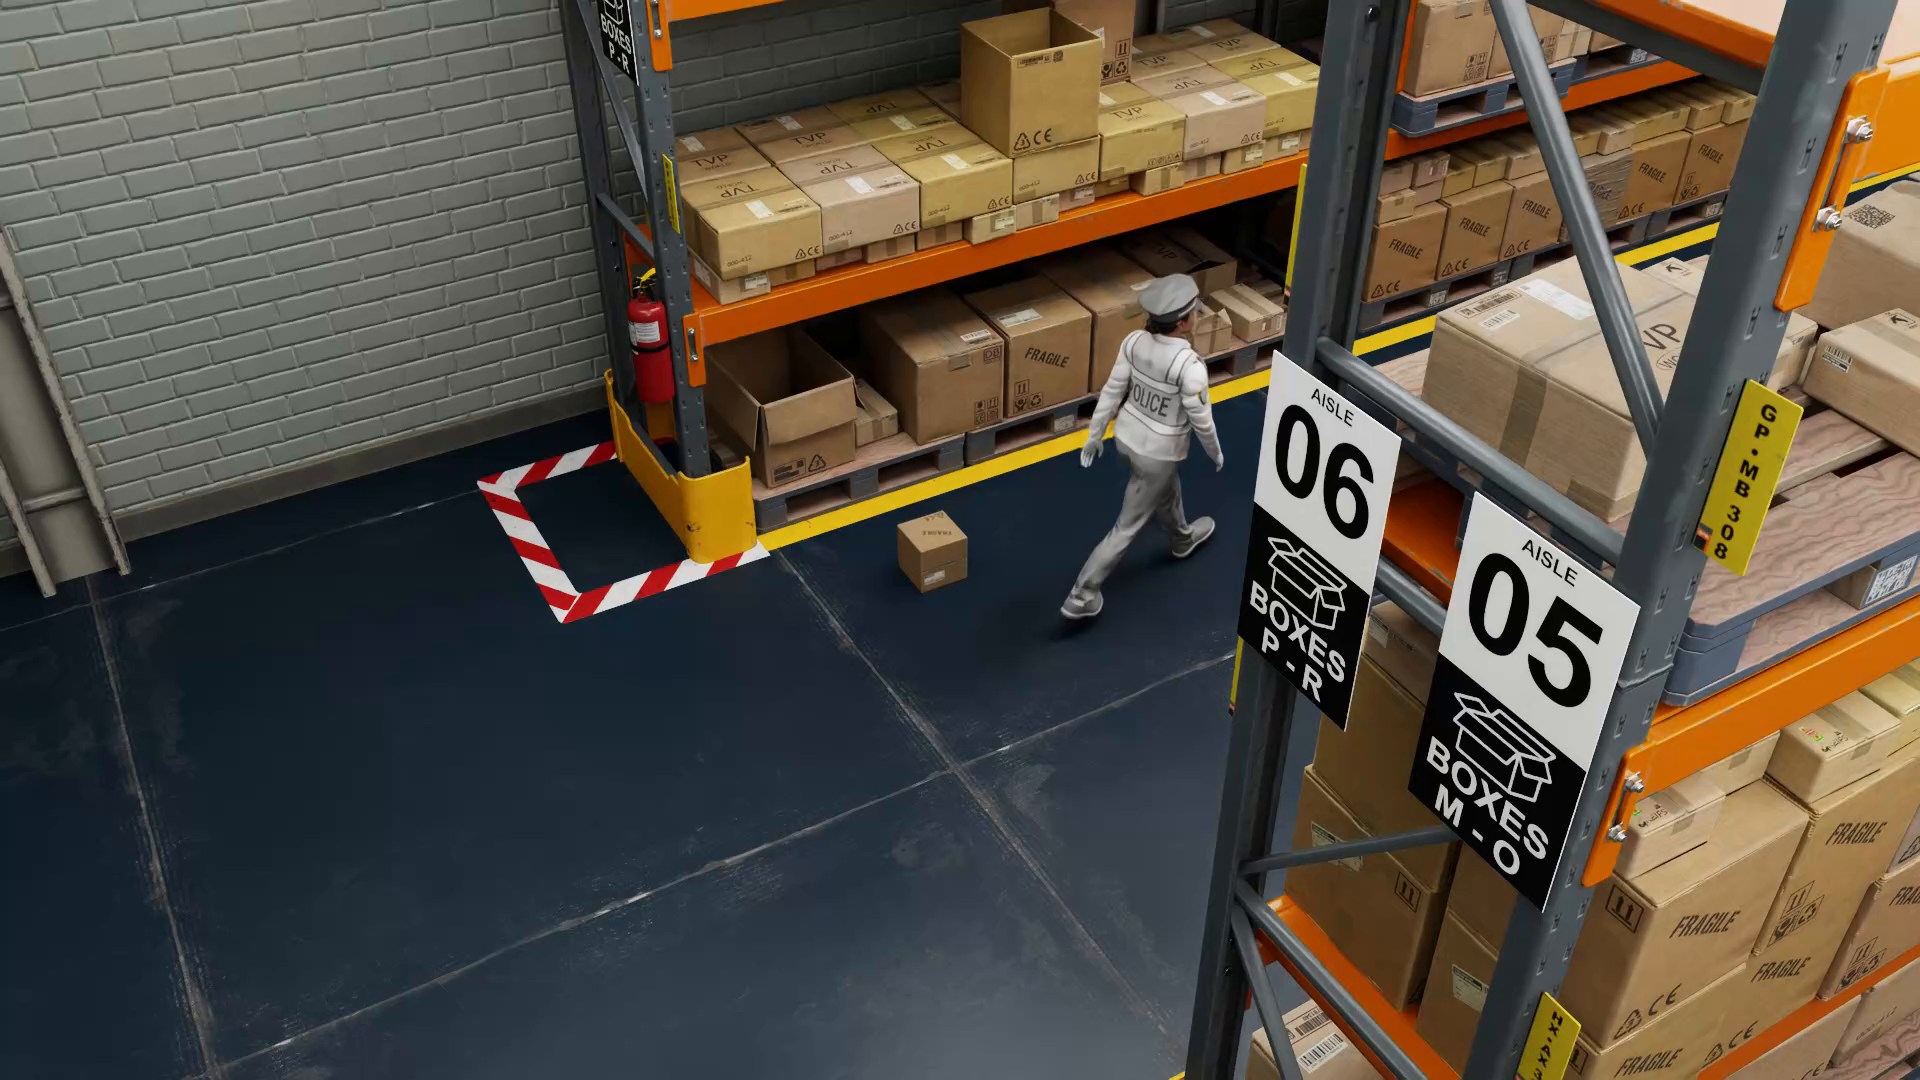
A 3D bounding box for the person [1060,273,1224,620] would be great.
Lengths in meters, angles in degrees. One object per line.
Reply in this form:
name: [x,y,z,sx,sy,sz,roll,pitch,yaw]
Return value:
person: [0.877,-0.431,7.498,1.085,1.619,0.517,-22,42,-26]
